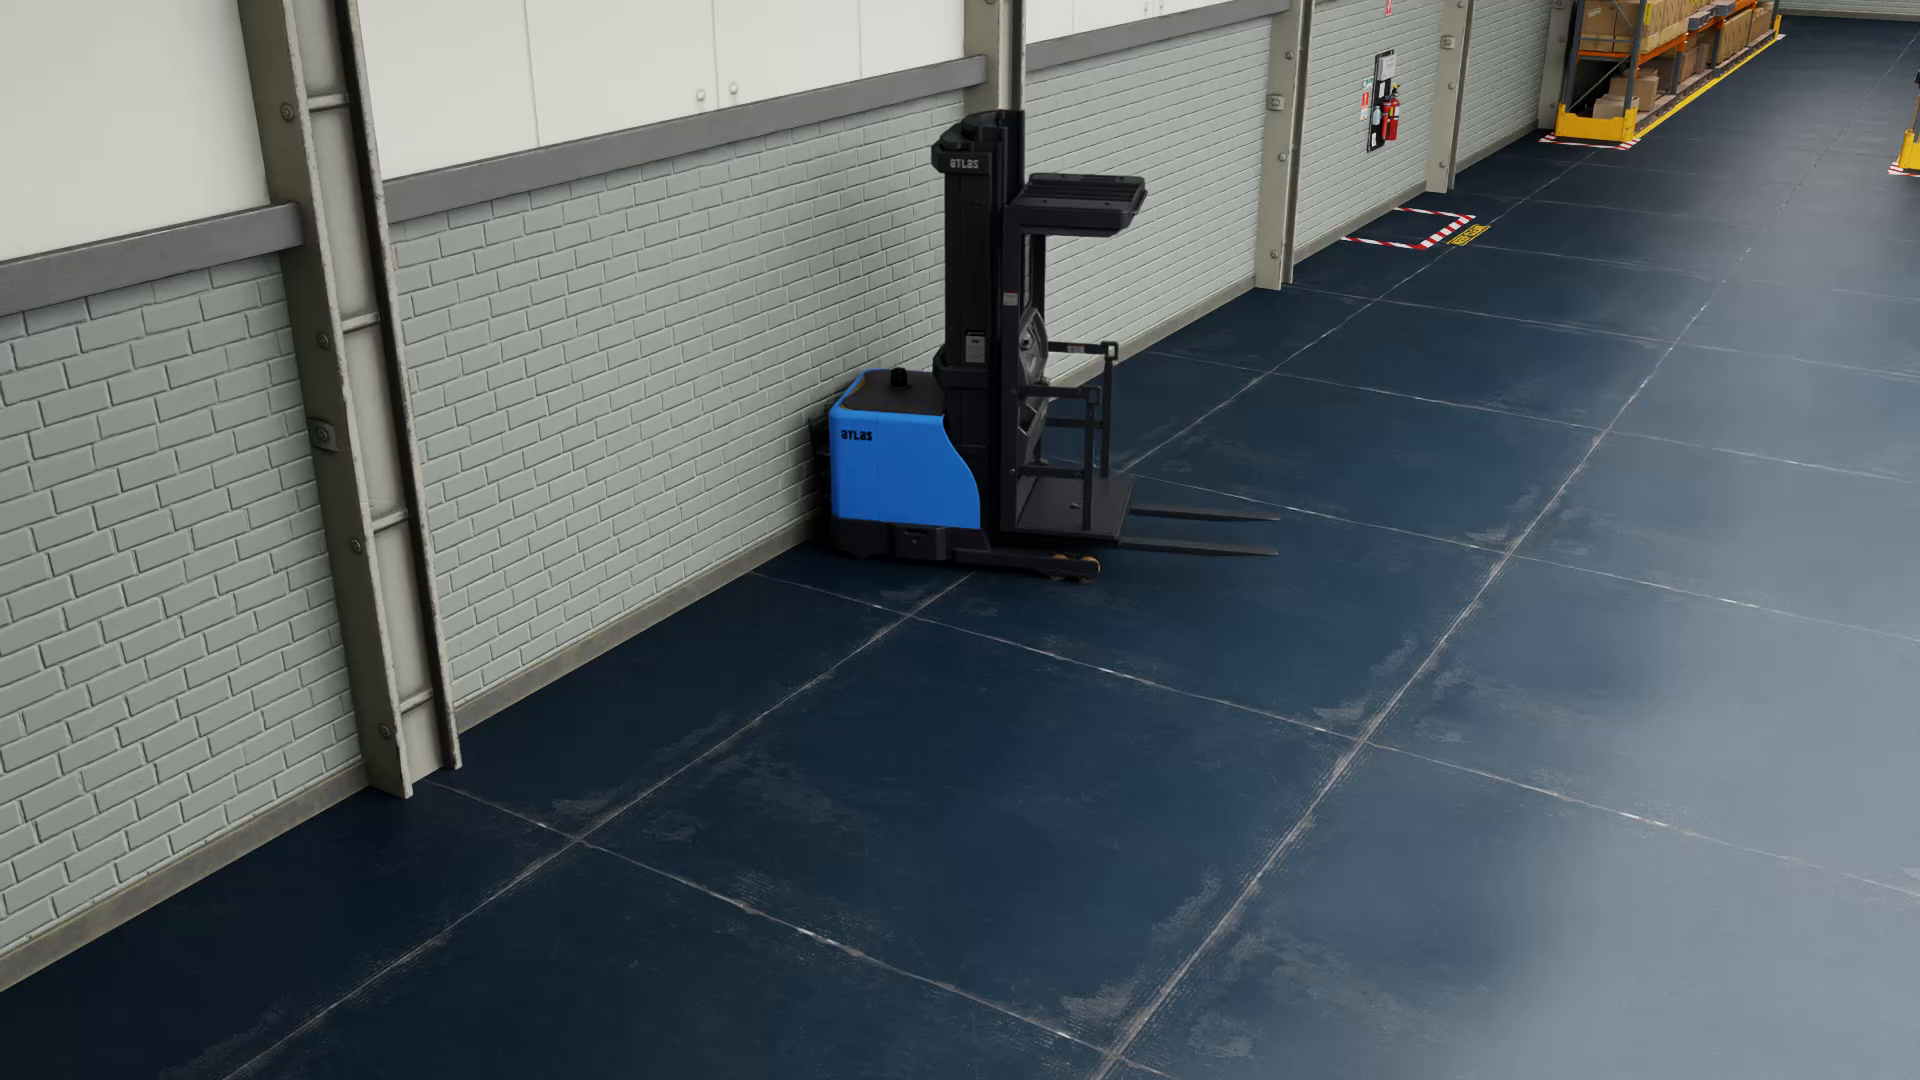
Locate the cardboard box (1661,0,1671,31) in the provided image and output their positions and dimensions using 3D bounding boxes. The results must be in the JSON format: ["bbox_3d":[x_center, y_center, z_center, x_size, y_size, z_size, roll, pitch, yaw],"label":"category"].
[{"bbox_3d":[11.172,-8.532,26.903,0.500,0.500,0.500,13,27,27],"label":"cardboard box"}]

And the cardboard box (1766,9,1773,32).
[{"bbox_3d":[18.273,-12.000,38.312,0.700,0.500,0.500,14,27,29],"label":"cardboard box"}]

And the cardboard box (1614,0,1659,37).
[{"bbox_3d":[10.624,-8.194,26.122,0.500,0.500,0.500,14,27,29],"label":"cardboard box"}]

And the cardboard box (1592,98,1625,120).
[{"bbox_3d":[10.559,-6.994,26.962,0.500,0.311,0.500,11,26,23],"label":"cardboard box"}]

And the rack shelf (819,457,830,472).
[{"bbox_3d":[-0.852,-0.541,11.719,0.258,0.077,0.200,12,37,30],"label":"rack shelf"}]

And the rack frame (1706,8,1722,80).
[{"bbox_3d":[14.337,-10.512,32.256,1.000,3.000,0.127,14,27,29],"label":"rack frame"}]

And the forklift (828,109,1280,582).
[{"bbox_3d":[0.676,-1.295,11.051,3.031,2.935,1.130,5,24,10],"label":"forklift"}]

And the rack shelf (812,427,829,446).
[{"bbox_3d":[-0.875,-0.693,11.626,0.258,0.077,0.200,12,37,30],"label":"rack shelf"}]

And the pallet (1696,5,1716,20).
[{"bbox_3d":[13.328,-9.747,30.731,1.003,0.211,1.213,14,27,29],"label":"pallet"}]

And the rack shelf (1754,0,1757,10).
[{"bbox_3d":[17.502,-12.207,37.077,1.077,0.370,4.000,14,27,29],"label":"rack shelf"}]

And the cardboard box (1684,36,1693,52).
[{"bbox_3d":[13.381,-9.303,31.112,0.500,0.250,0.500,14,27,29],"label":"cardboard box"}]

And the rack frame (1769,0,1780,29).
[{"bbox_3d":[18.557,-13.212,38.493,1.000,3.000,0.127,14,27,29],"label":"rack frame"}]

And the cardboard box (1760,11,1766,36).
[{"bbox_3d":[17.744,-11.661,37.530,0.700,0.500,0.500,13,27,27],"label":"cardboard box"}]

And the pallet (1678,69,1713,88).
[{"bbox_3d":[13.924,-8.969,32.201,1.003,0.211,1.213,14,27,29],"label":"pallet"}]

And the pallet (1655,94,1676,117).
[{"bbox_3d":[11.903,-7.648,29.151,1.003,0.211,1.213,14,27,29],"label":"pallet"}]

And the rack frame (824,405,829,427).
[{"bbox_3d":[-0.792,-0.543,11.819,0.240,0.900,0.006,12,37,30],"label":"rack frame"}]

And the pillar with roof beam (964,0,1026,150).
[{"bbox_3d":[3.914,-4.005,9.674,9.100,9.000,0.400,14,27,29],"label":"pillar with roof beam"}]

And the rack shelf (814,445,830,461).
[{"bbox_3d":[-0.863,-0.617,11.673,0.258,0.077,0.200,12,37,30],"label":"rack shelf"}]

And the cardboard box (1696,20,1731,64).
[{"bbox_3d":[14.837,-9.939,33.109,0.750,0.750,0.750,13,27,28],"label":"cardboard box"}]

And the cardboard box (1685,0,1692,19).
[{"bbox_3d":[12.241,-9.222,28.496,0.500,0.500,0.500,14,27,29],"label":"cardboard box"}]

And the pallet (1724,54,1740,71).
[{"bbox_3d":[15.462,-9.892,34.336,1.003,0.211,1.213,14,27,29],"label":"pallet"}]

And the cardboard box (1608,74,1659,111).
[{"bbox_3d":[11.289,-7.511,27.916,0.700,0.500,0.500,12,26,26],"label":"cardboard box"}]

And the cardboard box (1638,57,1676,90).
[{"bbox_3d":[12.601,-8.468,30.129,0.700,0.500,0.500,15,28,31],"label":"cardboard box"}]

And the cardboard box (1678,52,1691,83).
[{"bbox_3d":[13.135,-8.817,30.934,0.700,0.500,0.500,14,27,30],"label":"cardboard box"}]

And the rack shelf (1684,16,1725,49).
[{"bbox_3d":[13.282,-9.507,30.840,1.077,0.370,4.000,14,27,29],"label":"rack shelf"}]

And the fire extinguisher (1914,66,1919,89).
[{"bbox_3d":[13.871,-6.797,23.772,0.296,0.674,0.183,14,27,29],"label":"fire extinguisher"}]

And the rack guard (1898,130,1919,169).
[{"bbox_3d":[14.315,-5.620,24.102,1.175,0.500,0.348,14,27,29],"label":"rack guard"}]

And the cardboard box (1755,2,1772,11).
[{"bbox_3d":[18.226,-12.130,37.795,0.380,0.149,0.250,15,27,30],"label":"cardboard box"}]

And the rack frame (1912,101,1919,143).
[{"bbox_3d":[14.328,-6.775,23.624,1.000,3.000,0.127,14,27,29],"label":"rack frame"}]

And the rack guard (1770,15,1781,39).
[{"bbox_3d":[18.570,-12.073,39.008,1.175,0.500,0.348,14,27,29],"label":"rack guard"}]

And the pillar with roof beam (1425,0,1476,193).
[{"bbox_3d":[10.244,-8.055,19.030,9.100,9.000,0.400,14,27,29],"label":"pillar with roof beam"}]

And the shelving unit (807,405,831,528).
[{"bbox_3d":[-0.845,-0.493,11.748,0.258,0.900,0.210,12,37,30],"label":"shelving unit"}]

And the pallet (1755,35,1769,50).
[{"bbox_3d":[17.558,-11.236,37.438,1.003,0.211,1.213,14,27,29],"label":"pallet"}]

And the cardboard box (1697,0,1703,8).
[{"bbox_3d":[13.146,-9.990,30.371,0.700,0.500,0.500,18,29,36],"label":"cardboard box"}]

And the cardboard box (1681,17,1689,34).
[{"bbox_3d":[12.235,-8.879,28.647,0.500,0.250,0.500,14,27,29],"label":"cardboard box"}]

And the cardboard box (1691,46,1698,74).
[{"bbox_3d":[13.631,-9.163,31.733,0.700,0.500,0.500,14,27,29],"label":"cardboard box"}]

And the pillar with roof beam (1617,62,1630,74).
[{"bbox_3d":[16.574,-12.105,28.385,9.100,9.000,0.400,14,27,29],"label":"pillar with roof beam"}]

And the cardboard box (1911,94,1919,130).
[{"bbox_3d":[14.358,-6.293,24.500,0.500,0.500,0.500,14,27,29],"label":"cardboard box"}]

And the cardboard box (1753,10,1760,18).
[{"bbox_3d":[17.264,-11.513,36.371,0.380,0.149,0.250,15,28,31],"label":"cardboard box"}]

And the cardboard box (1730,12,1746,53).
[{"bbox_3d":[15.748,-10.521,34.454,0.750,0.750,0.750,15,27,31],"label":"cardboard box"}]

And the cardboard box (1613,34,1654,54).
[{"bbox_3d":[10.644,-7.850,26.271,0.500,0.250,0.500,13,27,27],"label":"cardboard box"}]

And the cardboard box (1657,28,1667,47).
[{"bbox_3d":[11.180,-8.199,27.077,0.500,0.250,0.500,13,27,28],"label":"cardboard box"}]

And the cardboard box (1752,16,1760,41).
[{"bbox_3d":[17.197,-11.307,36.711,0.700,0.500,0.500,14,27,28],"label":"cardboard box"}]

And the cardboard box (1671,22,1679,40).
[{"bbox_3d":[11.713,-8.539,27.863,0.500,0.250,0.500,14,27,29],"label":"cardboard box"}]

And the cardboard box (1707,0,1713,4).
[{"bbox_3d":[13.826,-10.404,31.329,0.700,0.500,0.500,11,26,24],"label":"cardboard box"}]

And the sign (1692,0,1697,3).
[{"bbox_3d":[12.692,-9.448,28.709,0.100,0.325,0.005,14,27,29],"label":"sign"}]

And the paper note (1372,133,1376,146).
[{"bbox_3d":[5.099,-4.928,20.468,0.016,0.148,0.142,14,27,29],"label":"paper note"}]

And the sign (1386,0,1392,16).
[{"bbox_3d":[5.162,-6.460,19.979,0.001,0.298,0.199,14,27,29],"label":"sign"}]

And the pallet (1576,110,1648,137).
[{"bbox_3d":[10.616,-6.824,27.248,1.003,0.211,1.213,14,27,29],"label":"pallet"}]

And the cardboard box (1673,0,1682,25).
[{"bbox_3d":[11.707,-8.884,27.717,0.500,0.500,0.500,13,27,27],"label":"cardboard box"}]

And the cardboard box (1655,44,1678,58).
[{"bbox_3d":[12.831,-8.962,30.325,0.500,0.250,0.500,13,27,28],"label":"cardboard box"}]

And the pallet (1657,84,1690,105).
[{"bbox_3d":[12.637,-8.145,30.299,1.003,0.211,1.213,14,27,29],"label":"pallet"}]
